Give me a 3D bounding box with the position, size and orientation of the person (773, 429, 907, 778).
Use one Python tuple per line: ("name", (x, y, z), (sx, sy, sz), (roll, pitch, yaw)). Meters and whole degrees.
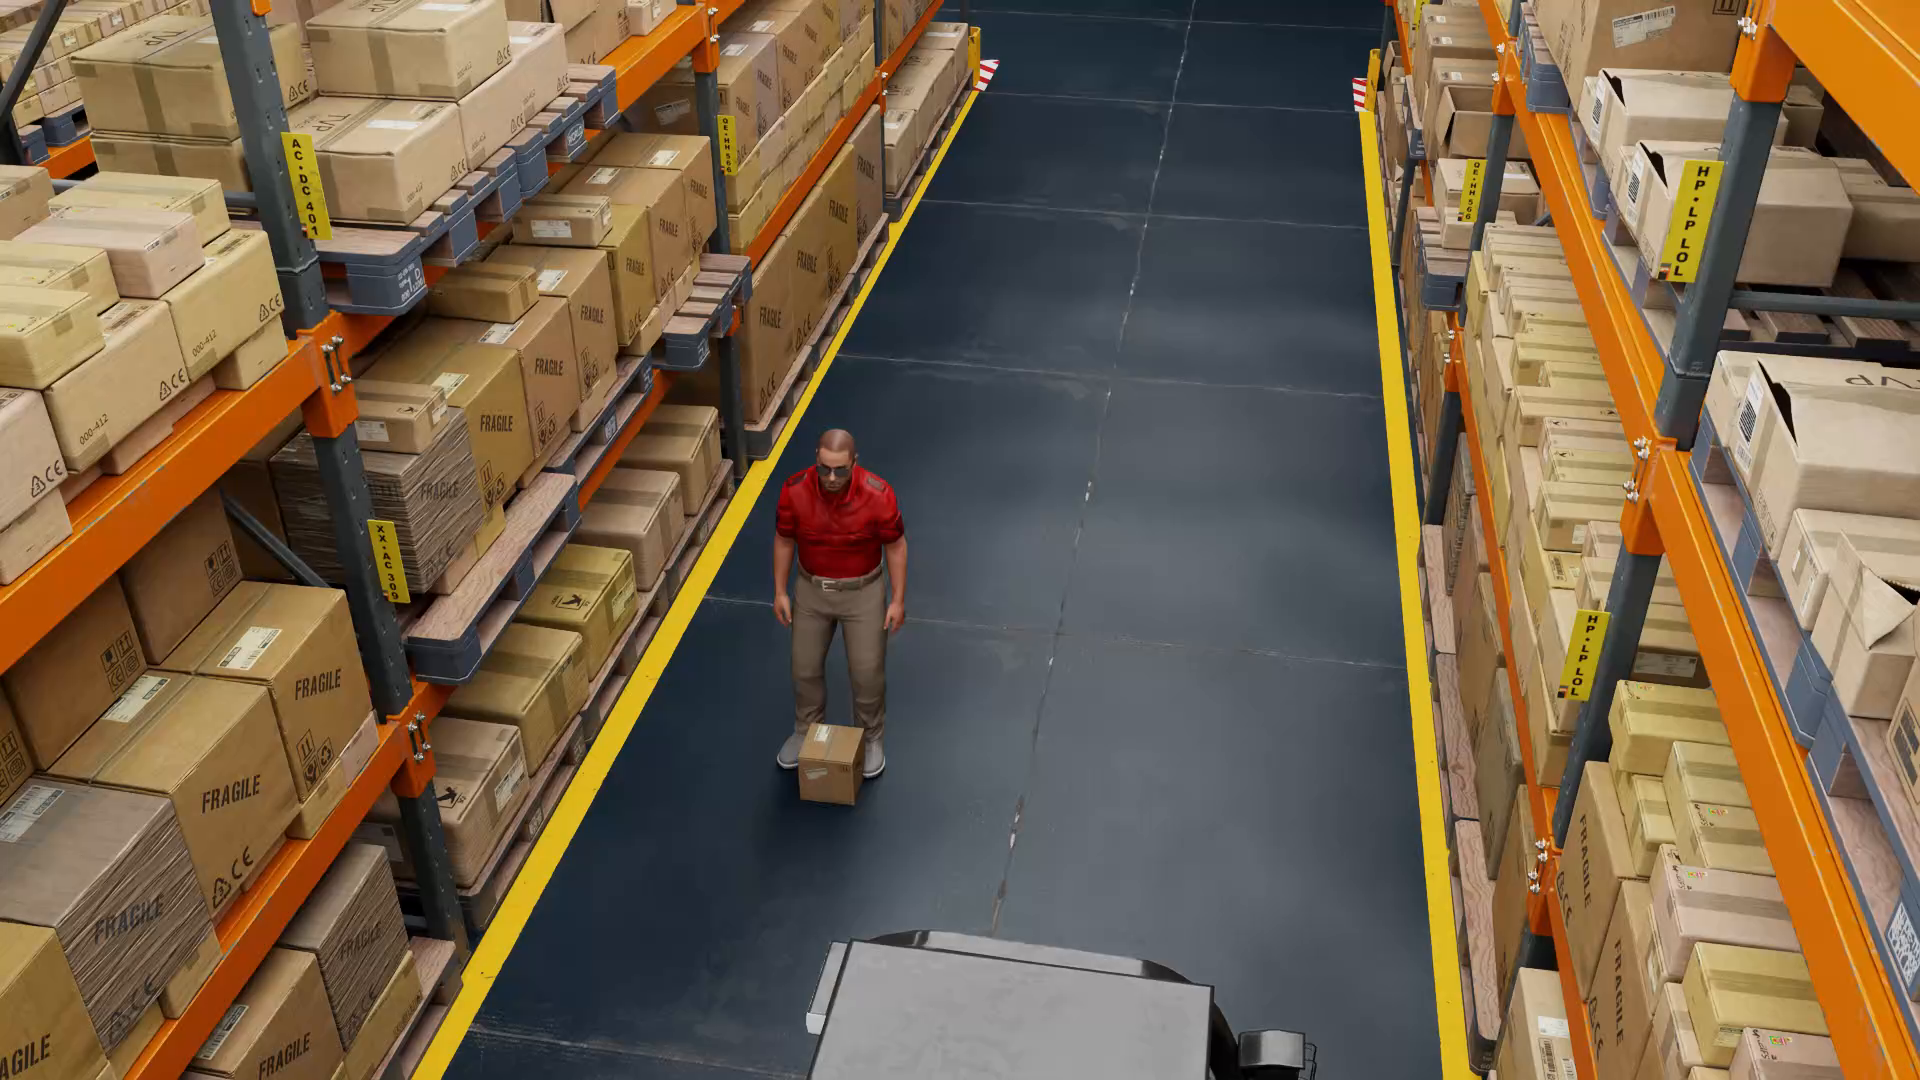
("person", (-0.536, 0.259, 7.351), (0.606, 1.728, 0.400), (4, 32, 6))
